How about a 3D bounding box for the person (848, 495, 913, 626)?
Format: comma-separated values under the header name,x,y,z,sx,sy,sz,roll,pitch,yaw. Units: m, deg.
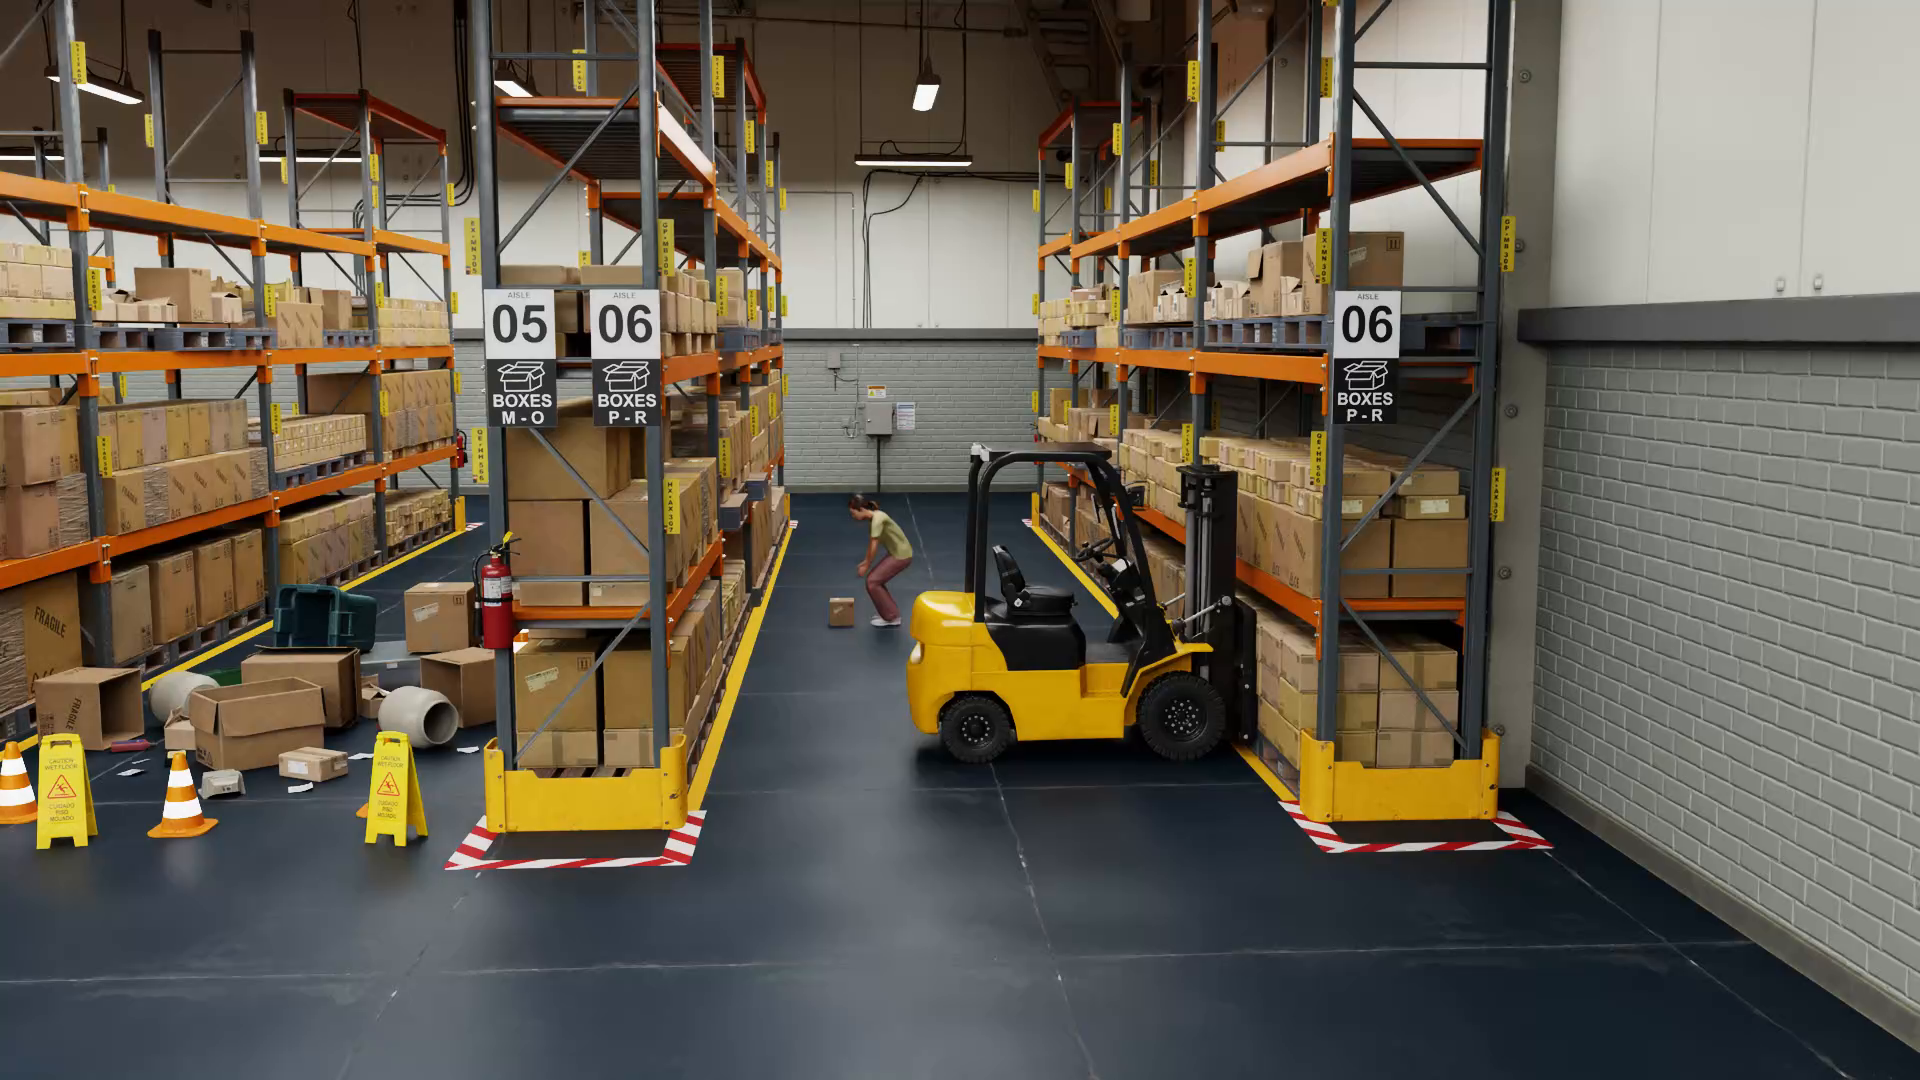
name,x,y,z,sx,sy,sz,roll,pitch,yaw
person,-0.811,0.205,17.010,0.668,1.333,0.511,0,7,-4
